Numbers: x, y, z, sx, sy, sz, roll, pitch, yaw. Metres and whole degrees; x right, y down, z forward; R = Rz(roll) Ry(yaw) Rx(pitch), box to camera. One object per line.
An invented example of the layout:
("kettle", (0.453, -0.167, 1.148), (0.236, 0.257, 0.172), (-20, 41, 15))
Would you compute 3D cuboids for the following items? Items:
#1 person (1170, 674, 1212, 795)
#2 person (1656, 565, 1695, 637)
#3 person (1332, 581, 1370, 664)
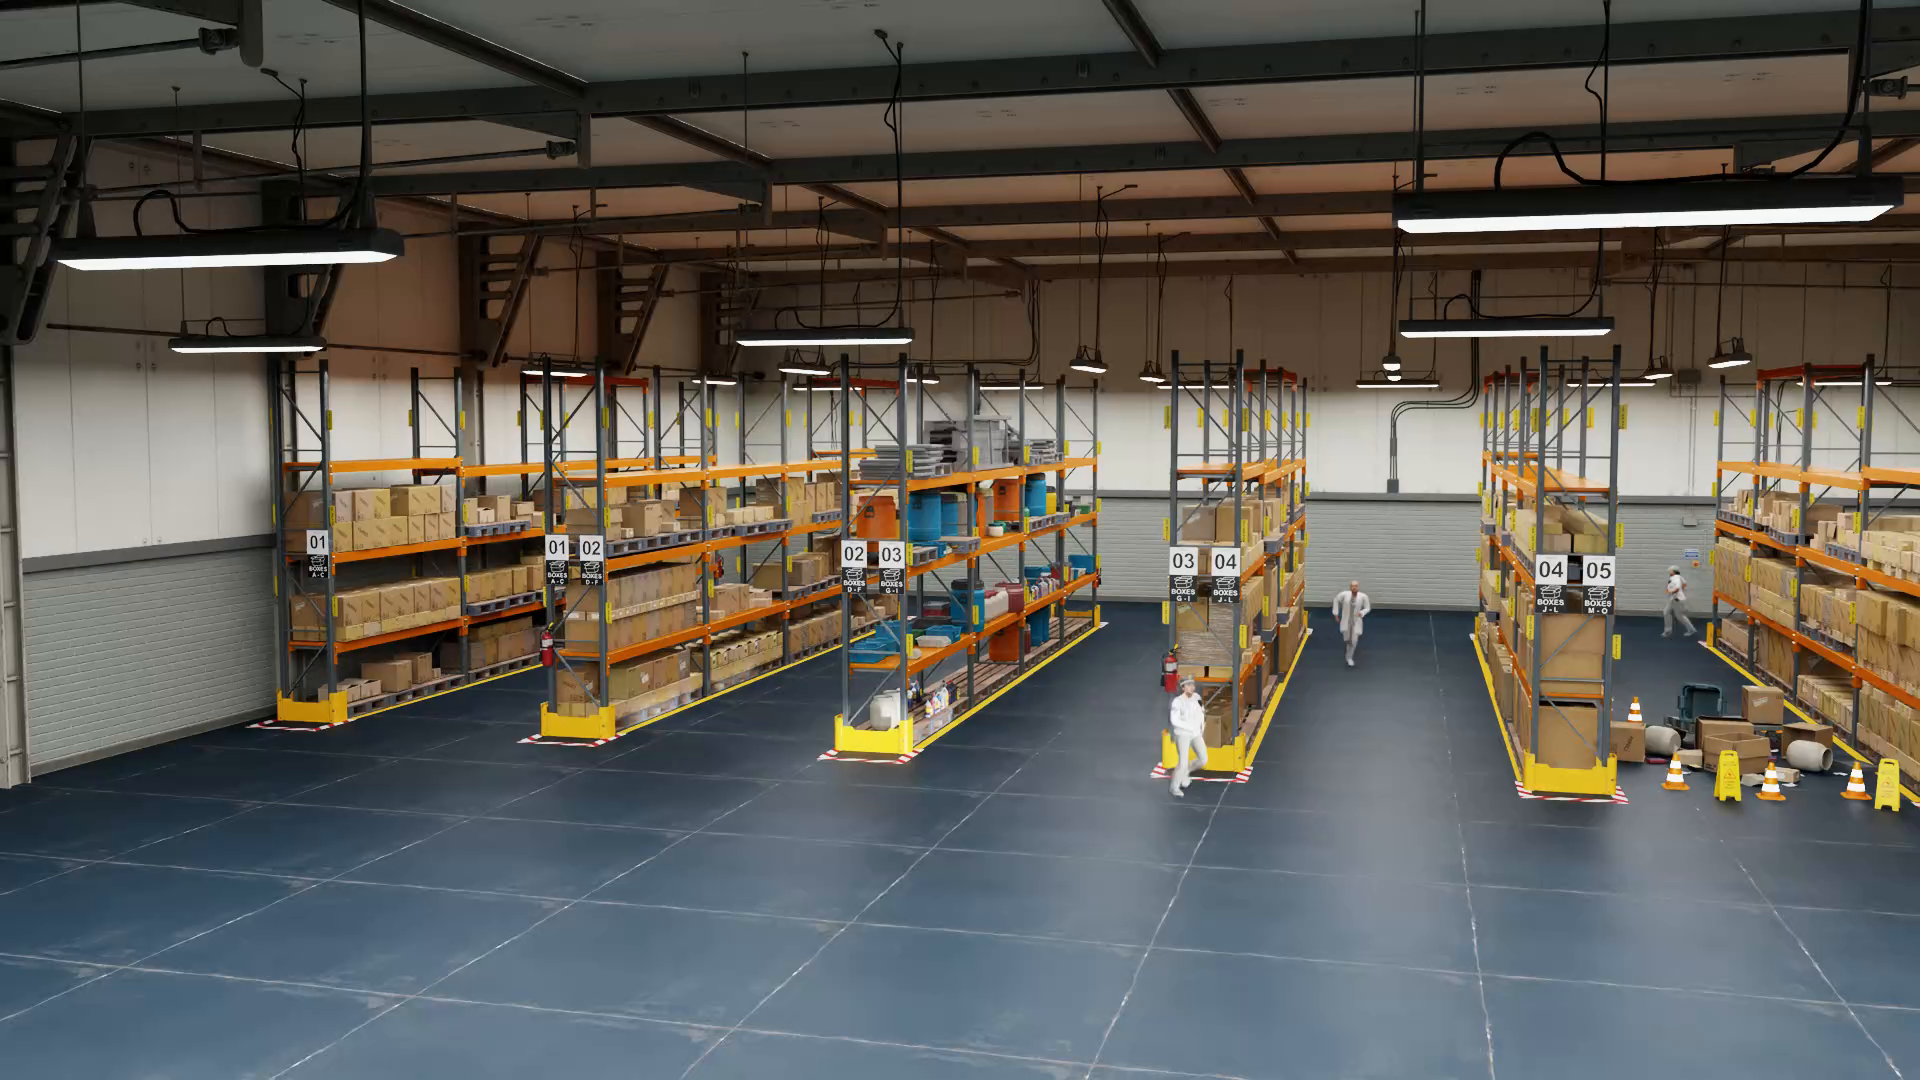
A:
("person", (3.090, 2.586, 22.029), (0.633, 1.648, 0.739), (-2, 5, -26))
("person", (16.463, 1.434, 38.202), (0.789, 1.704, 0.604), (1, 4, 18))
("person", (8.000, 1.697, 34.067), (0.759, 1.728, 0.655), (1, 4, 15))
